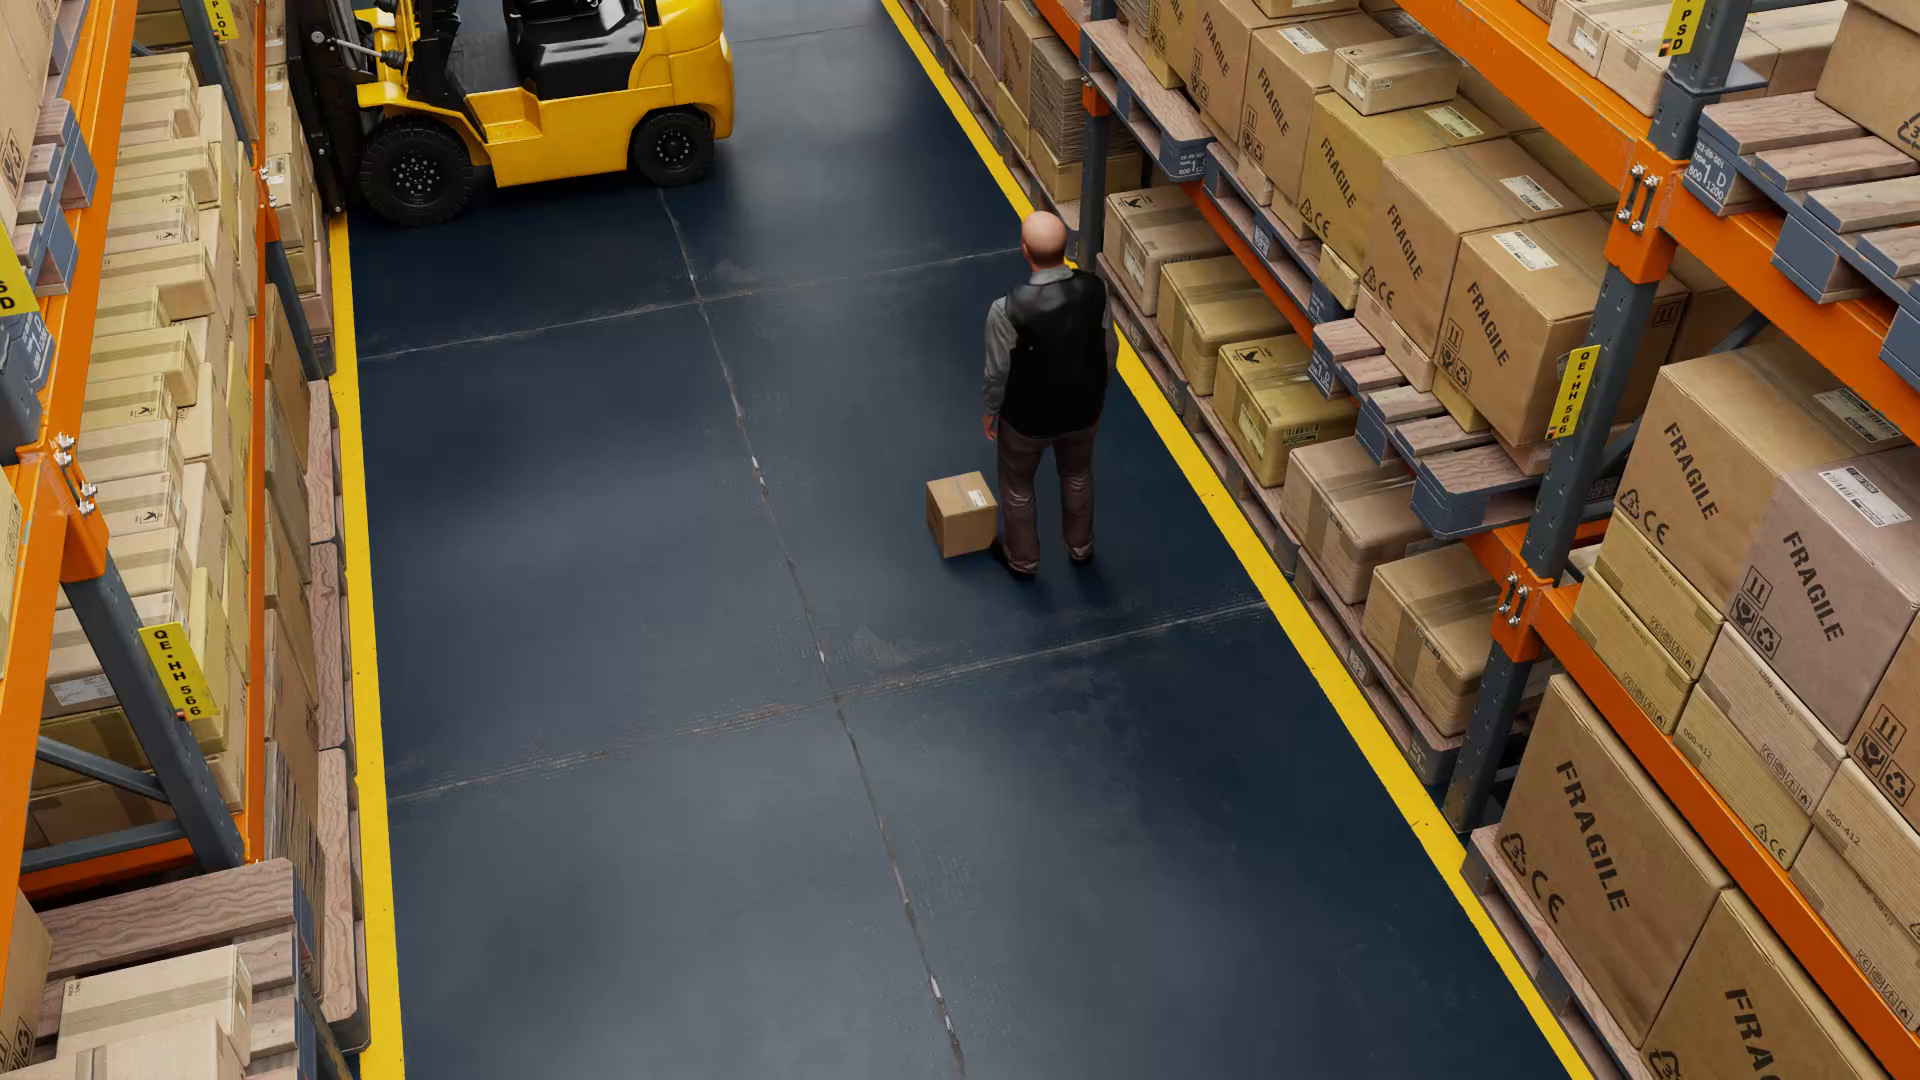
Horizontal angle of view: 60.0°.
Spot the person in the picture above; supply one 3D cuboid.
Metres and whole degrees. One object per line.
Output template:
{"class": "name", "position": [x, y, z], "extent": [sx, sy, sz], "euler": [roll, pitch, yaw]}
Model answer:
{"class": "person", "position": [0.360, -0.537, 6.776], "extent": [0.576, 1.720, 0.418], "euler": [-13, 44, -14]}
